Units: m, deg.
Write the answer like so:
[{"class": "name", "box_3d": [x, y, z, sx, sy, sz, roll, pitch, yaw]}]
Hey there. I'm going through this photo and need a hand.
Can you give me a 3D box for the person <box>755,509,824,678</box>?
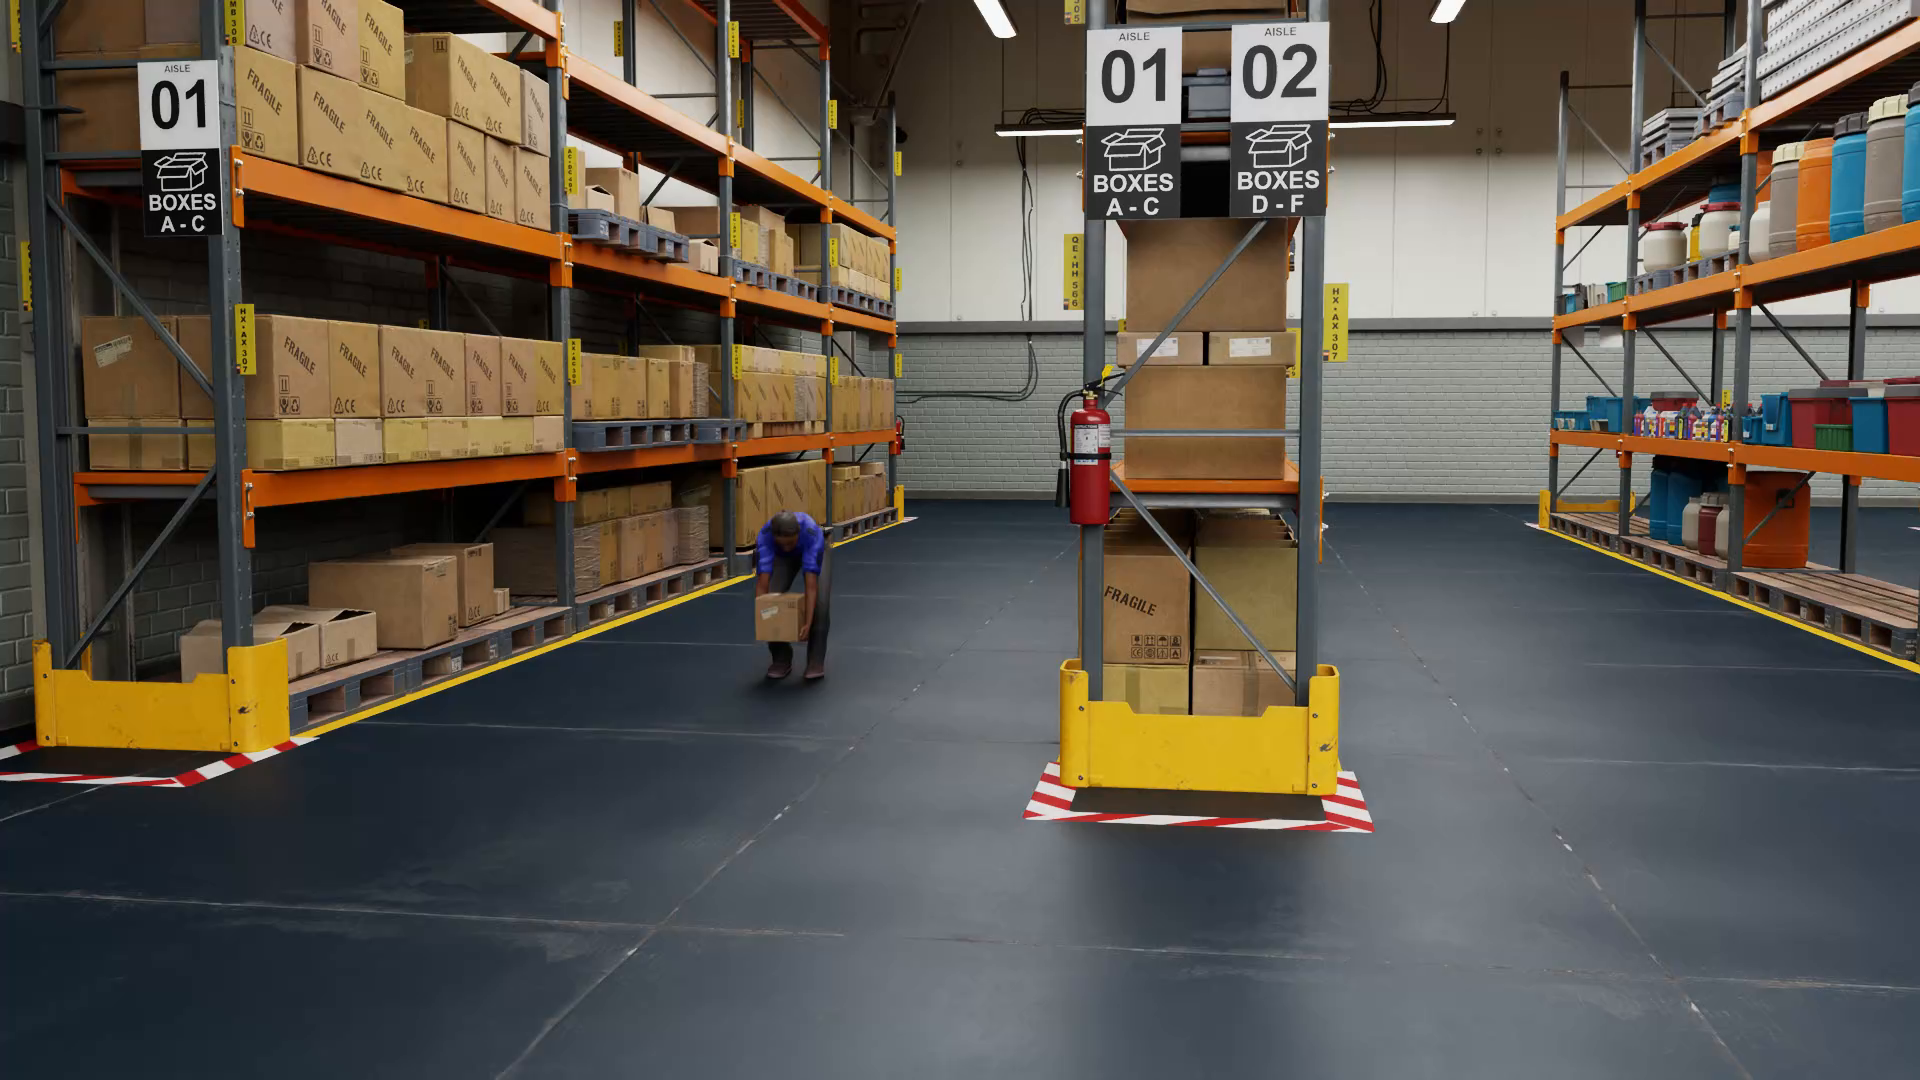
[{"class": "person", "box_3d": [-0.990, 0.322, 9.842, 0.406, 1.035, 0.726, 0, 5, 6]}]
